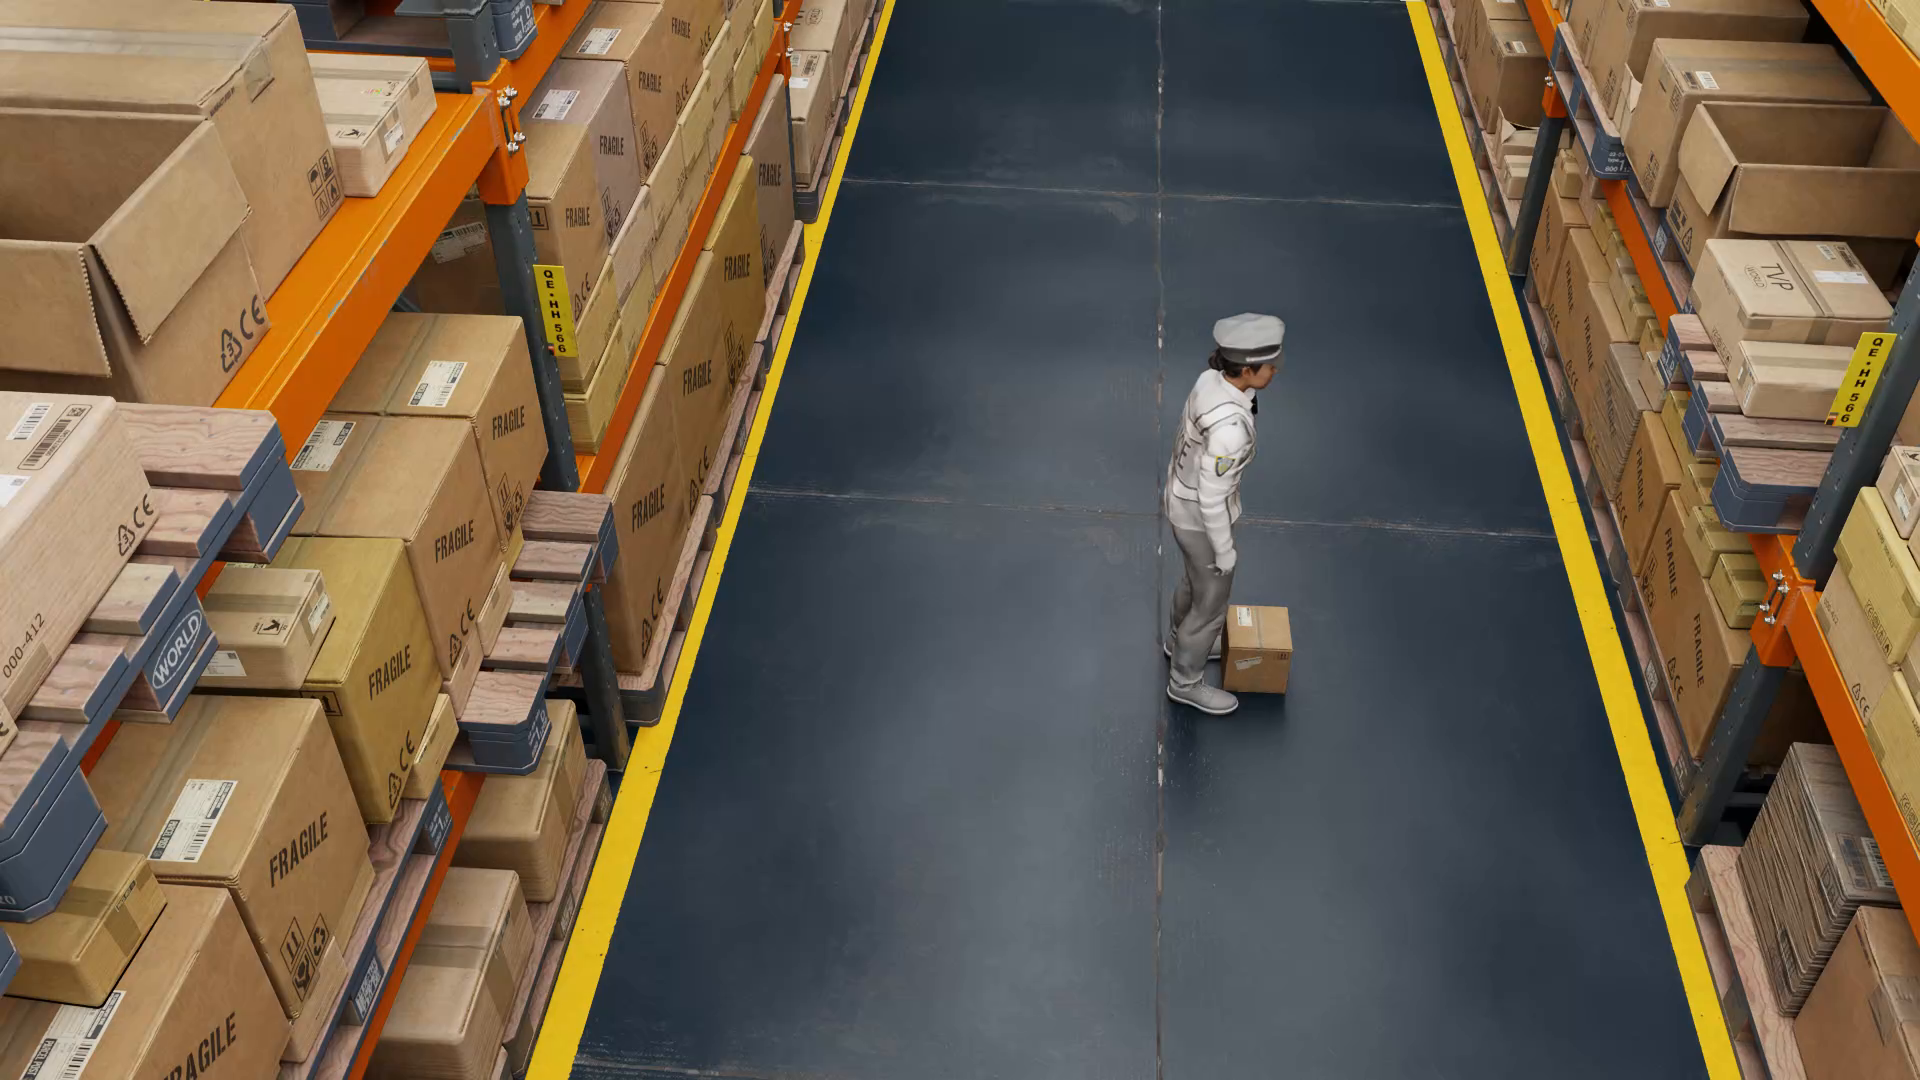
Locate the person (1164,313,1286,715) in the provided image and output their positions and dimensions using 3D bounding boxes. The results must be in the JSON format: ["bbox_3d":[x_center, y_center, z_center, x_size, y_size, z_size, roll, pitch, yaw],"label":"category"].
[{"bbox_3d":[0.955,-0.103,6.275,0.371,1.664,0.529,4,40,4],"label":"person"}]
